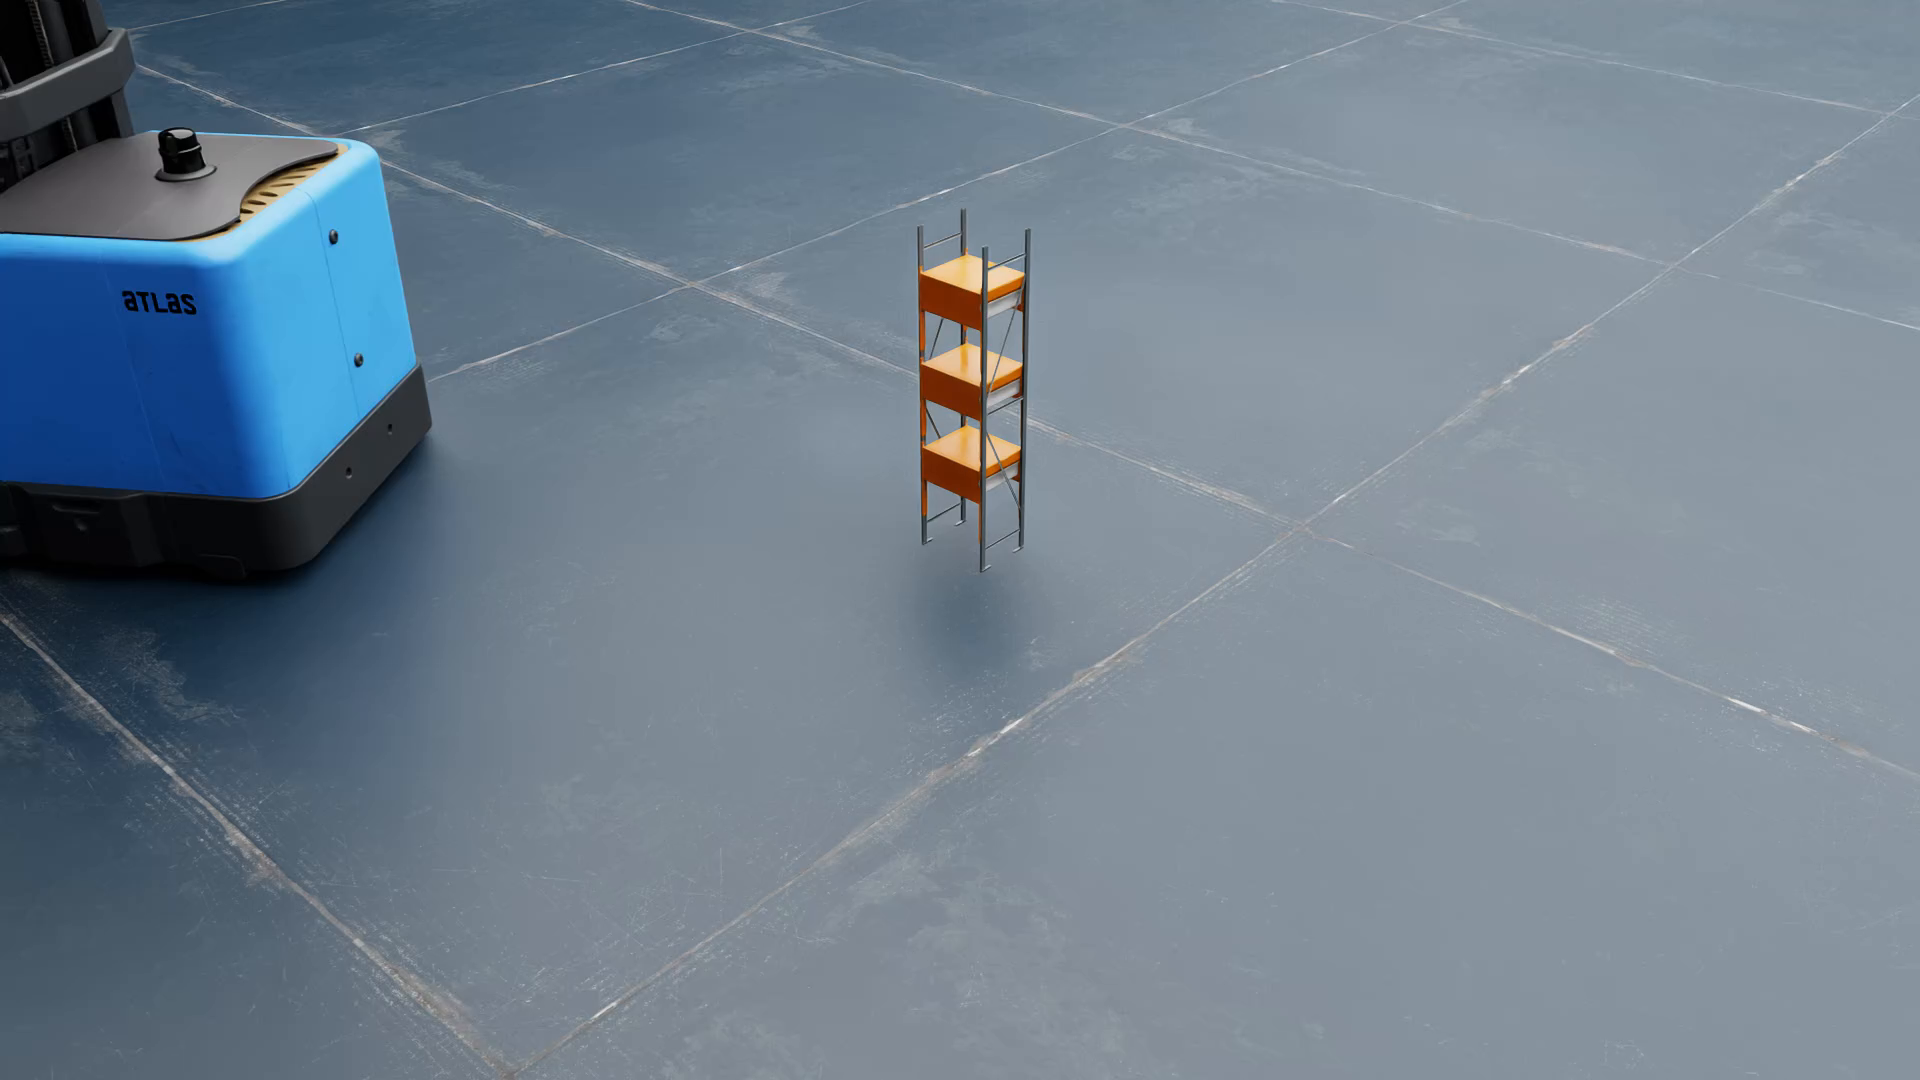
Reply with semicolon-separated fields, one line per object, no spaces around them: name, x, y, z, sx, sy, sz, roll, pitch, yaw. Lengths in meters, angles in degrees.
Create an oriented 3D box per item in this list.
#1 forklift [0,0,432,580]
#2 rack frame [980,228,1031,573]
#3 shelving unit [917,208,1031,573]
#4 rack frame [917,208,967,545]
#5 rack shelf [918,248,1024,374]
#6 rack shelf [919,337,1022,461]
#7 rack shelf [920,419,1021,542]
forklift;-3.389;-1.469;4.849;3.031;2.935;1.130;4;31;7
rack frame;0.130;-0.389;4.878;0.008;1.050;0.200;25;39;35
shelving unit;0.040;-0.431;4.948;0.252;1.050;0.215;25;39;35
rack frame;-0.051;-0.473;5.019;0.008;1.050;0.200;25;39;35
rack shelf;0.040;-0.665;4.808;0.240;0.259;0.215;25;39;35
rack shelf;0.040;-0.422;4.954;0.240;0.259;0.215;25;39;35
rack shelf;0.040;-0.184;5.097;0.240;0.259;0.215;25;39;35
